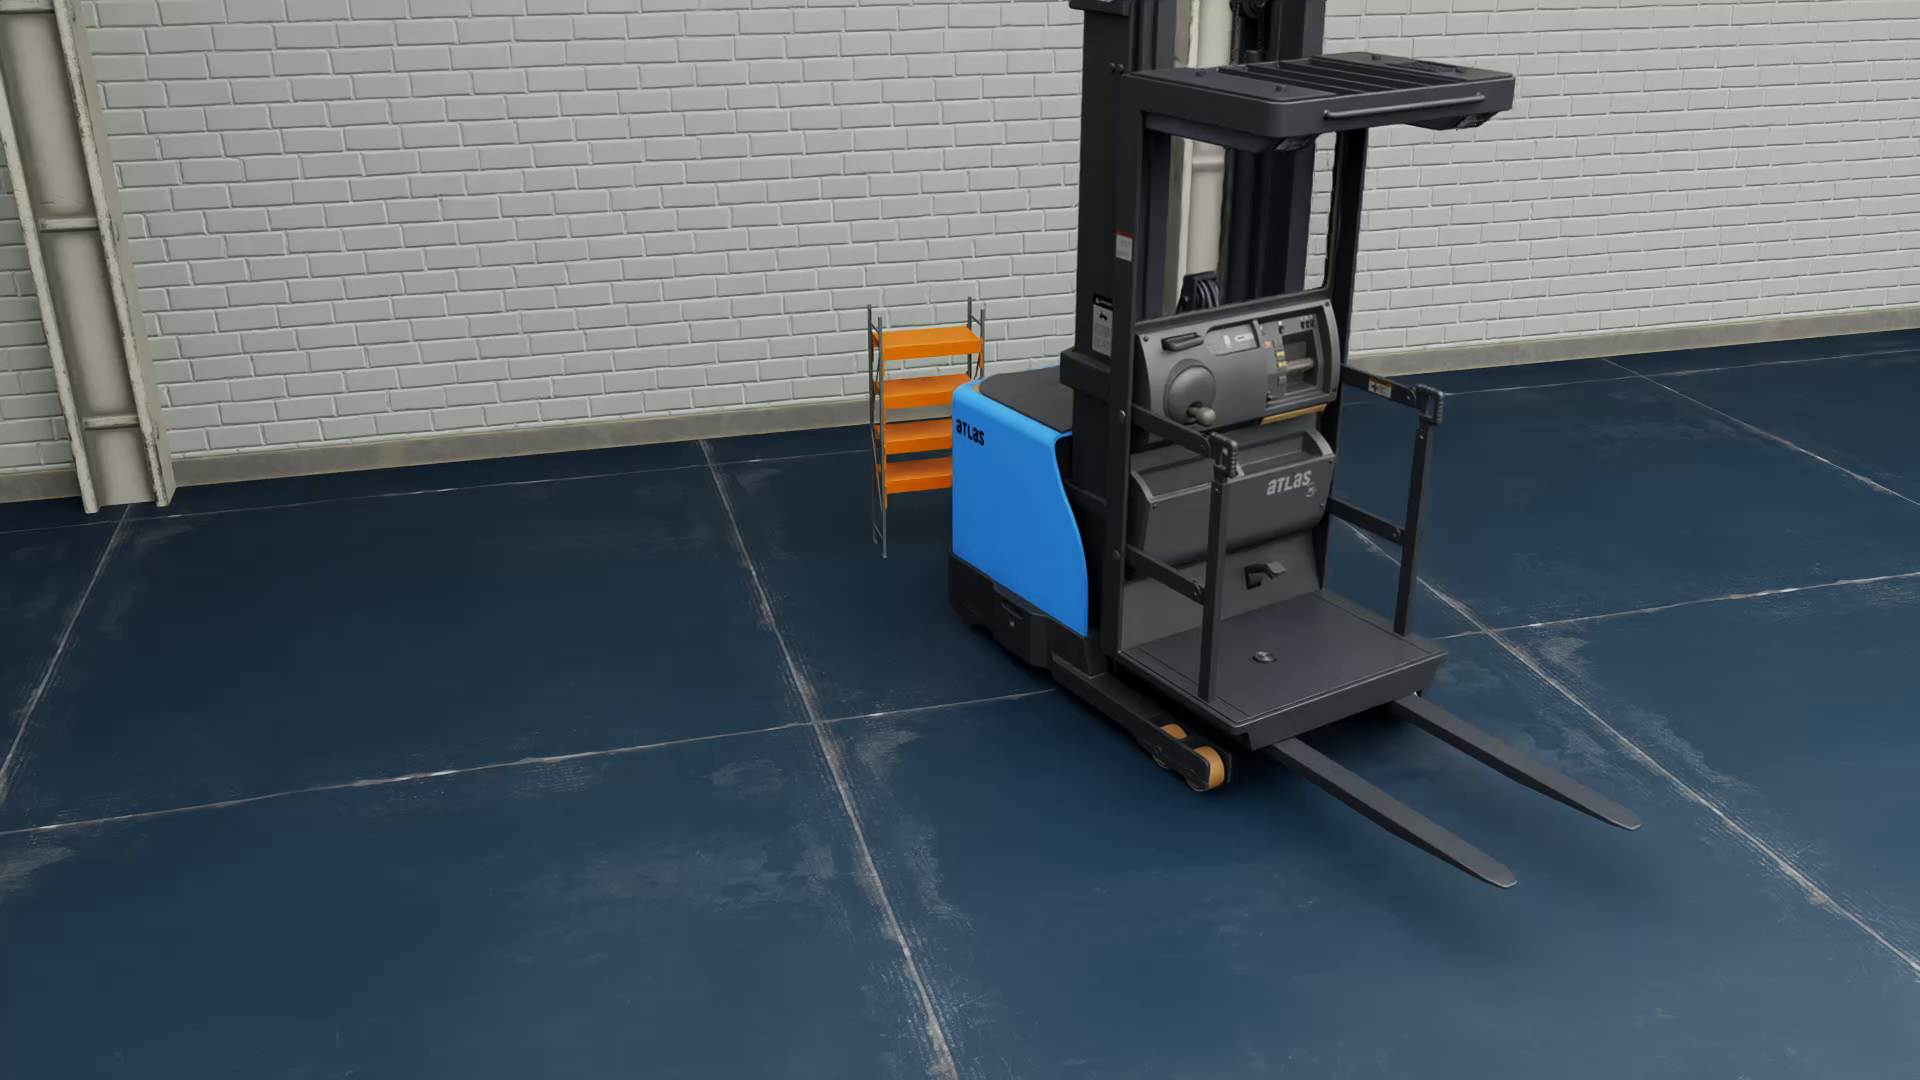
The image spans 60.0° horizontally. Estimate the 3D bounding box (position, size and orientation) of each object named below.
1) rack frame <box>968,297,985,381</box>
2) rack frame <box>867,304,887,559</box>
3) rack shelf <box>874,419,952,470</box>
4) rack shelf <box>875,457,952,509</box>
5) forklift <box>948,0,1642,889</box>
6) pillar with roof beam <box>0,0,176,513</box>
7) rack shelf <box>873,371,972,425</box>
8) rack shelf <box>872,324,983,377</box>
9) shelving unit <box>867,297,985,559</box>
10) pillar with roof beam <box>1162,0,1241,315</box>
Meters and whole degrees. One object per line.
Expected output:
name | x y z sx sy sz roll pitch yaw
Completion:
rack frame | 0.076 -0.560 8.033 0.015 1.200 0.240 -6 24 -14
rack frame | -0.394 -0.508 7.912 0.015 1.200 0.240 -6 24 -14
rack shelf | -0.159 -0.472 7.999 0.480 0.148 0.258 -6 24 -14
rack shelf | -0.159 -0.289 8.077 0.480 0.148 0.258 -6 24 -14
forklift | 1.164 -0.635 6.014 1.130 2.935 3.031 -14 27 -30
pillar with roof beam | -3.197 -2.718 3.171 0.400 9.000 9.100 -6 24 -14
rack shelf | -0.159 -0.677 7.911 0.480 0.148 0.258 -6 24 -14
rack shelf | -0.159 -0.895 7.817 0.480 0.148 0.258 -6 24 -14
shelving unit | -0.159 -0.534 7.972 0.503 1.200 0.258 -6 24 -14
pillar with roof beam | 2.580 -3.357 4.661 0.400 9.000 9.100 -6 24 -14
